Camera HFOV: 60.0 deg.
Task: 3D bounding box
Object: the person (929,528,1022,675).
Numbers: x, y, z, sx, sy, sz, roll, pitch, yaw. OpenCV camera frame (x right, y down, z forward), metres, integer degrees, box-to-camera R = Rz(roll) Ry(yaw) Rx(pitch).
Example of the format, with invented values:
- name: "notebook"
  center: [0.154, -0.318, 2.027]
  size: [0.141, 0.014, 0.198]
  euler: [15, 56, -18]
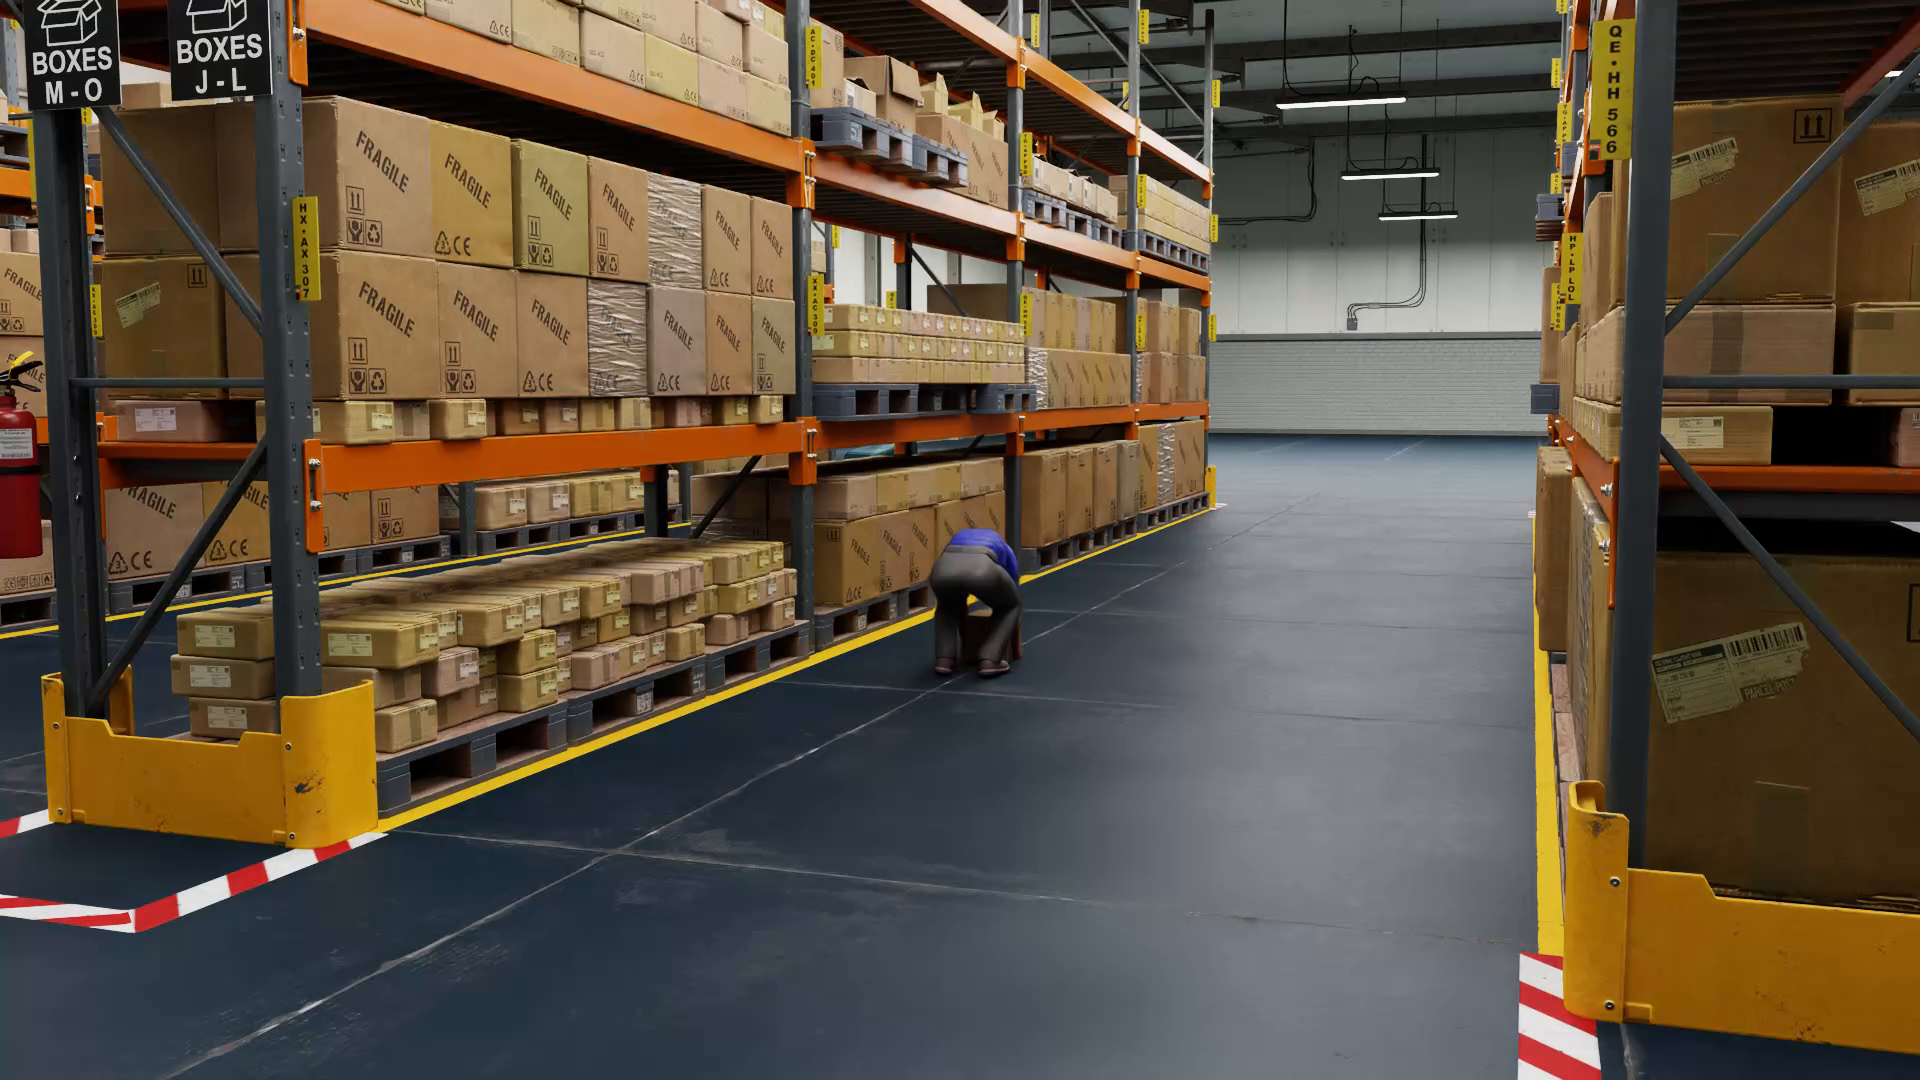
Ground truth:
- name: "person"
  center: [0.096, 0.327, 8.838]
  size: [0.463, 0.772, 0.872]
  euler: [1, 5, 15]
